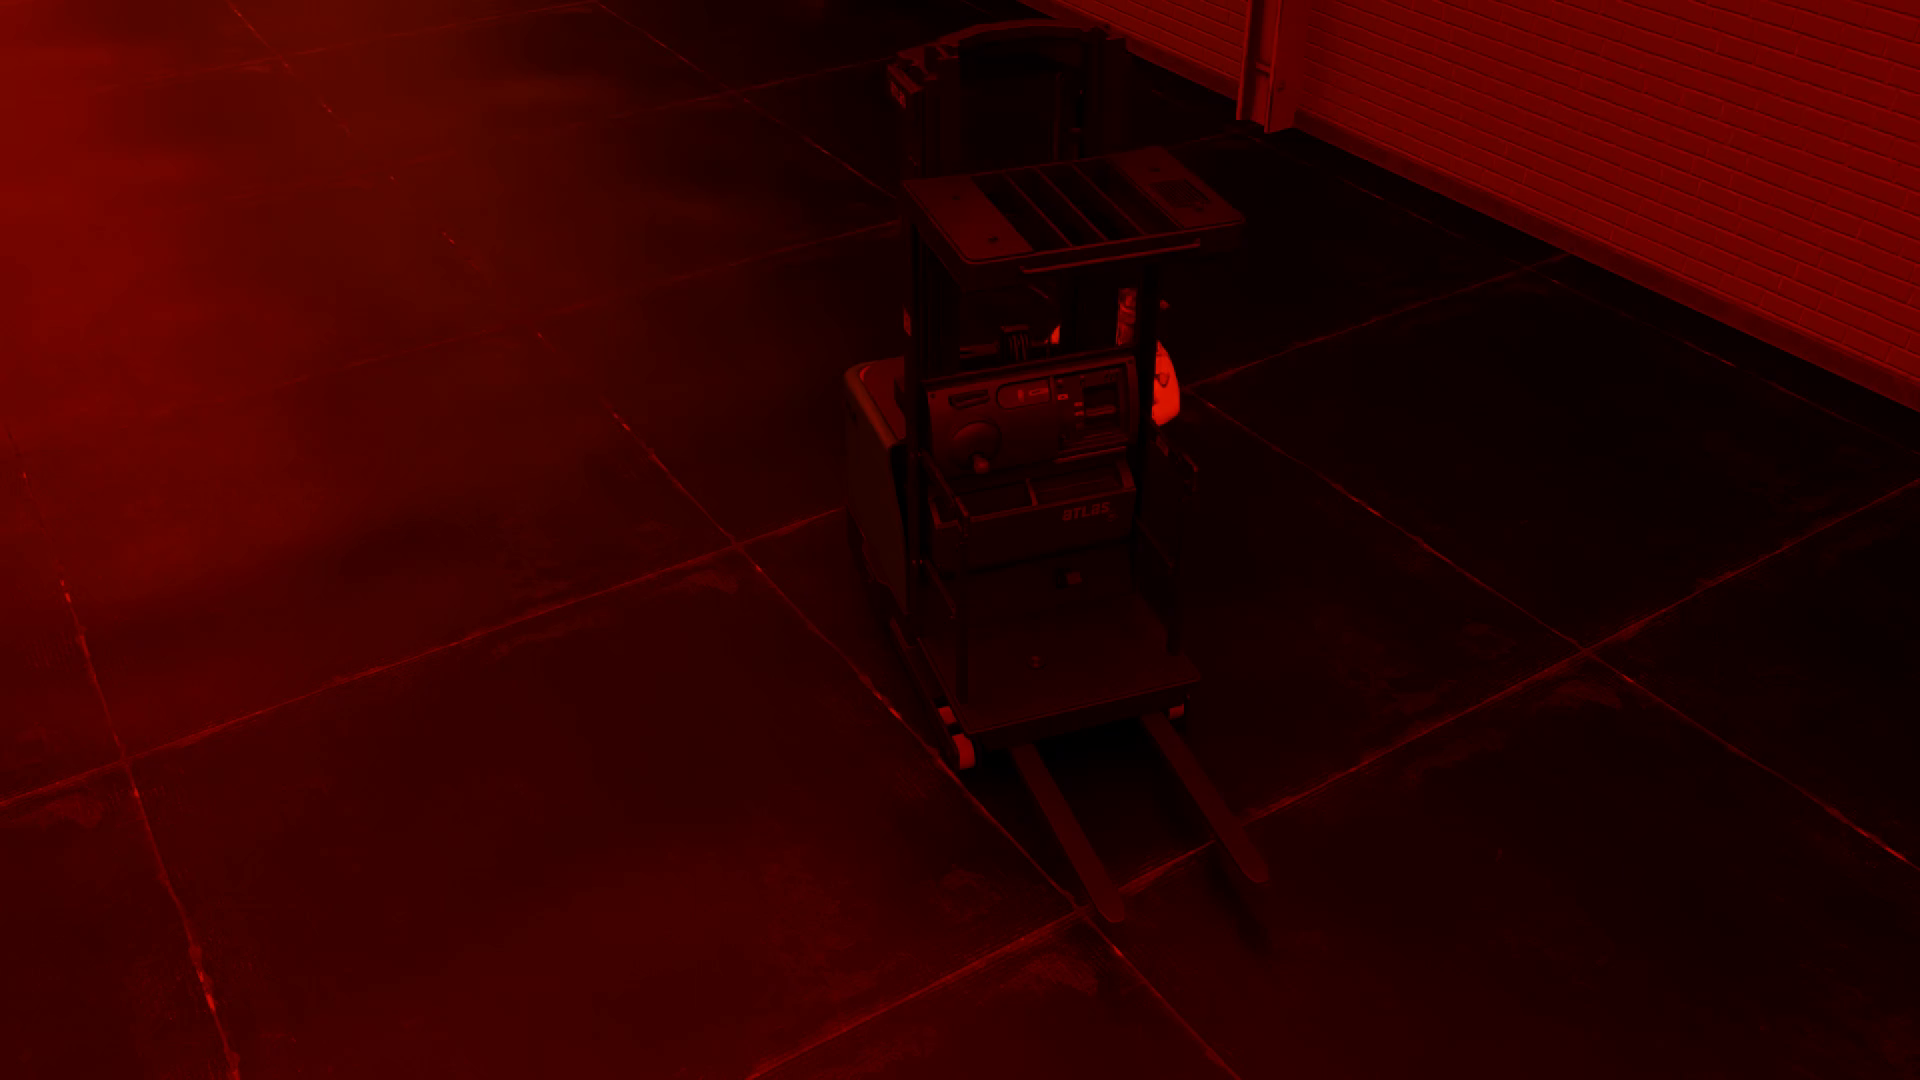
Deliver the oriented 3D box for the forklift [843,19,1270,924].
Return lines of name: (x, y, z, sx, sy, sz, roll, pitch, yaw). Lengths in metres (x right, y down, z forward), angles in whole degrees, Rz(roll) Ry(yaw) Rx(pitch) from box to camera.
forklift: (0.386, -0.458, 6.800, 1.130, 2.935, 3.031, -11, 37, -16)

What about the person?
person: (0.614, -0.532, 8.181, 0.967, 1.451, 0.795, 30, 45, 35)
